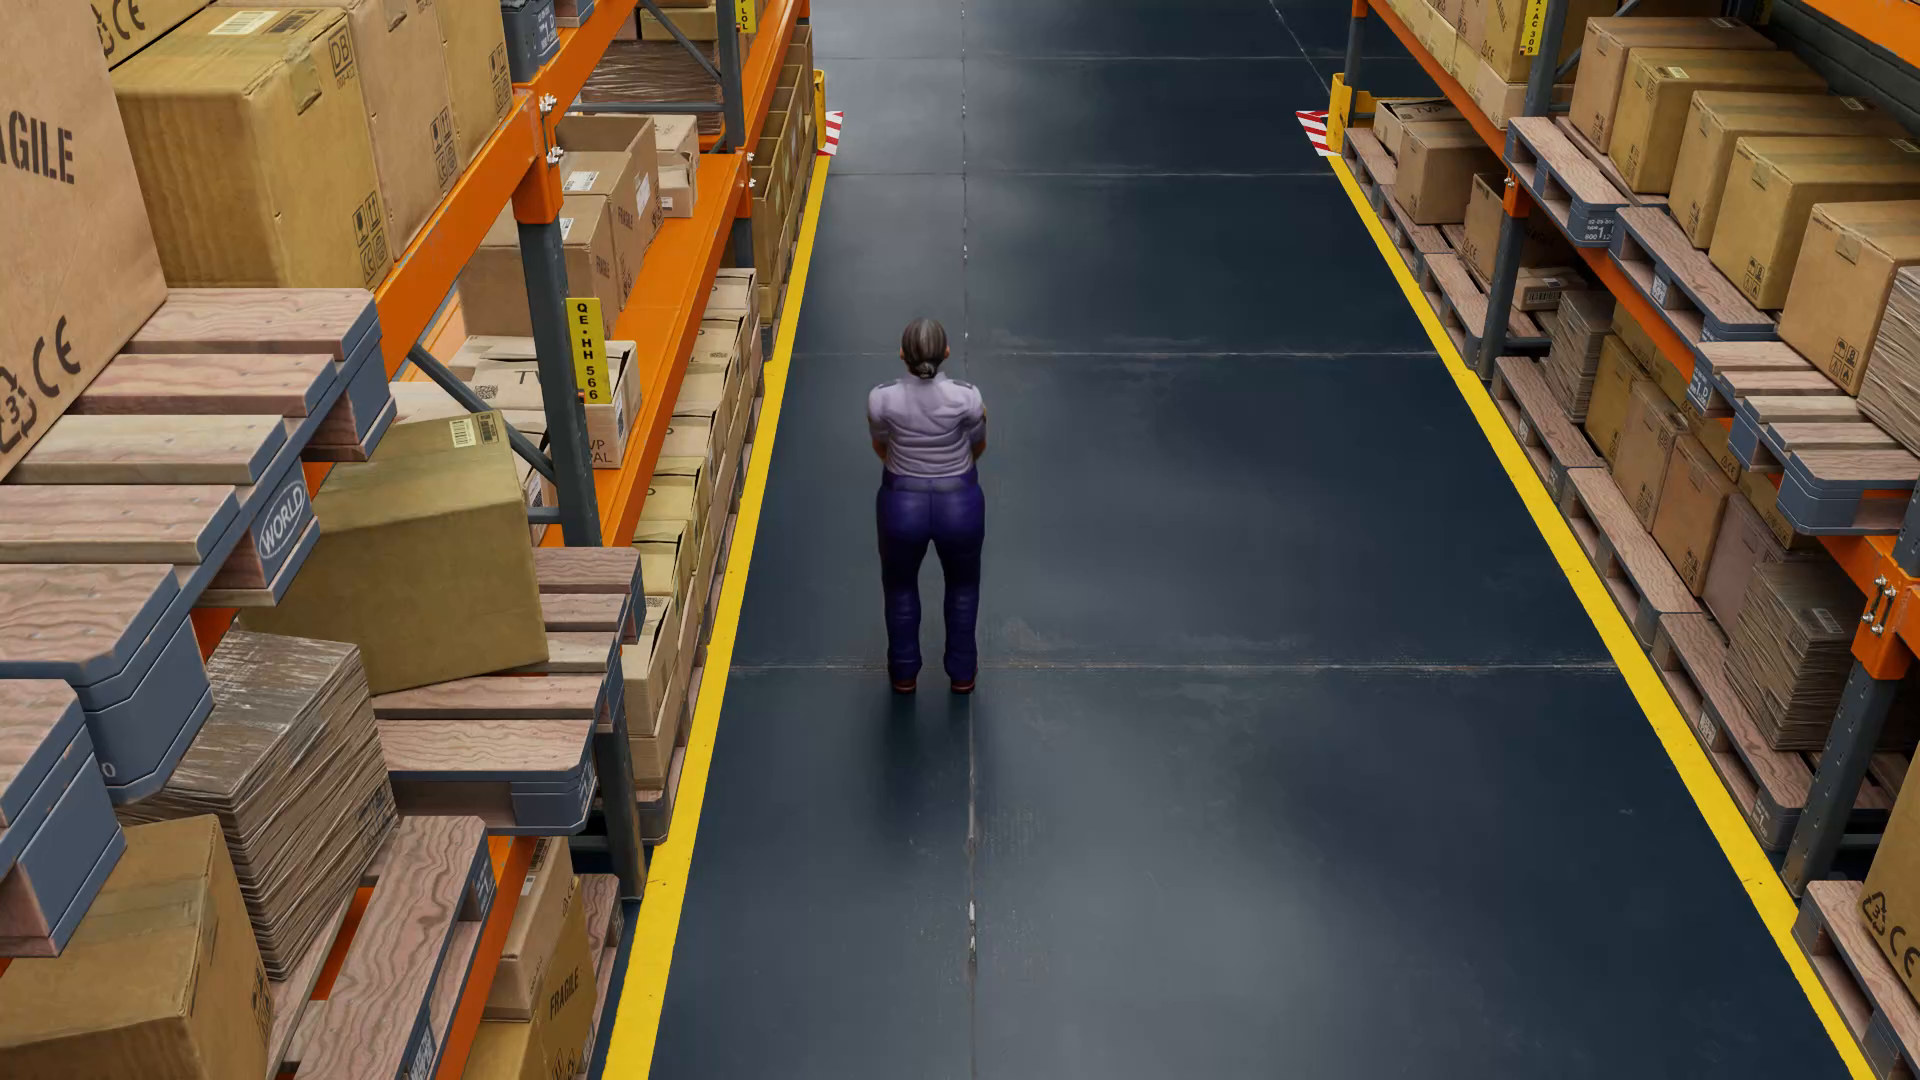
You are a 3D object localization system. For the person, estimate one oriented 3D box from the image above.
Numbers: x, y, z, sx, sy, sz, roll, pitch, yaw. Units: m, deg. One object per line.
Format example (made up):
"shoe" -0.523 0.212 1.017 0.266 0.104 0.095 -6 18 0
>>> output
"person" -0.112 0.144 6.510 0.412 1.030 0.413 0 32 -1
